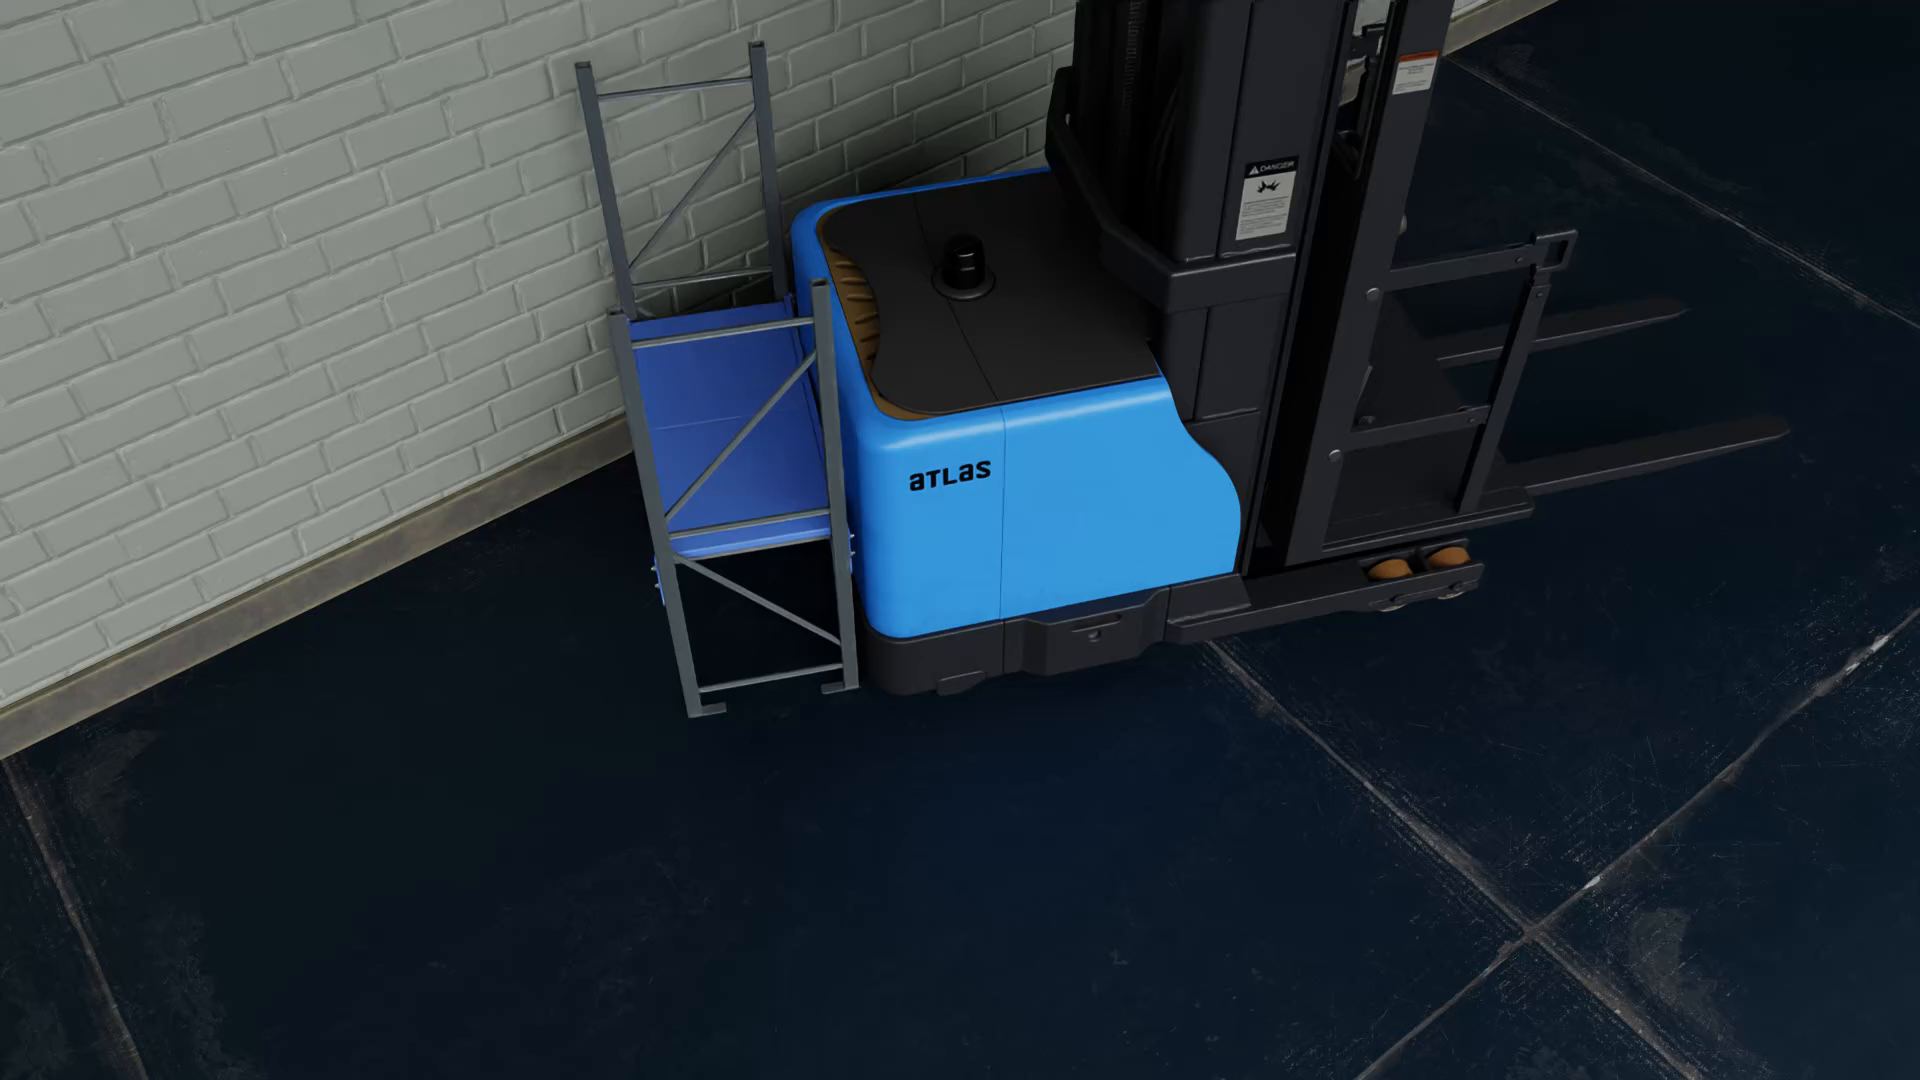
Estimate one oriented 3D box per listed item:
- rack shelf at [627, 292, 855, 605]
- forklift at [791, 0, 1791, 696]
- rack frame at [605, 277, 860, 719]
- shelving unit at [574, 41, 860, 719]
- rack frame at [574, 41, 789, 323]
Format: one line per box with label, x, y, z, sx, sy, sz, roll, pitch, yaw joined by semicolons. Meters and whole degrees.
rack shelf;-0.652;-0.288;4.742;0.538;0.185;1.000;-9;49;-8
forklift;1.088;-1.137;4.302;3.031;2.935;1.130;-11;49;-10
rack frame;-0.541;-0.042;4.275;0.500;1.500;0.032;-9;49;-8
shelving unit;-0.652;-0.409;4.608;0.538;1.500;1.048;-9;49;-8
rack frame;-0.764;-0.776;4.942;0.500;1.500;0.032;-9;49;-8
